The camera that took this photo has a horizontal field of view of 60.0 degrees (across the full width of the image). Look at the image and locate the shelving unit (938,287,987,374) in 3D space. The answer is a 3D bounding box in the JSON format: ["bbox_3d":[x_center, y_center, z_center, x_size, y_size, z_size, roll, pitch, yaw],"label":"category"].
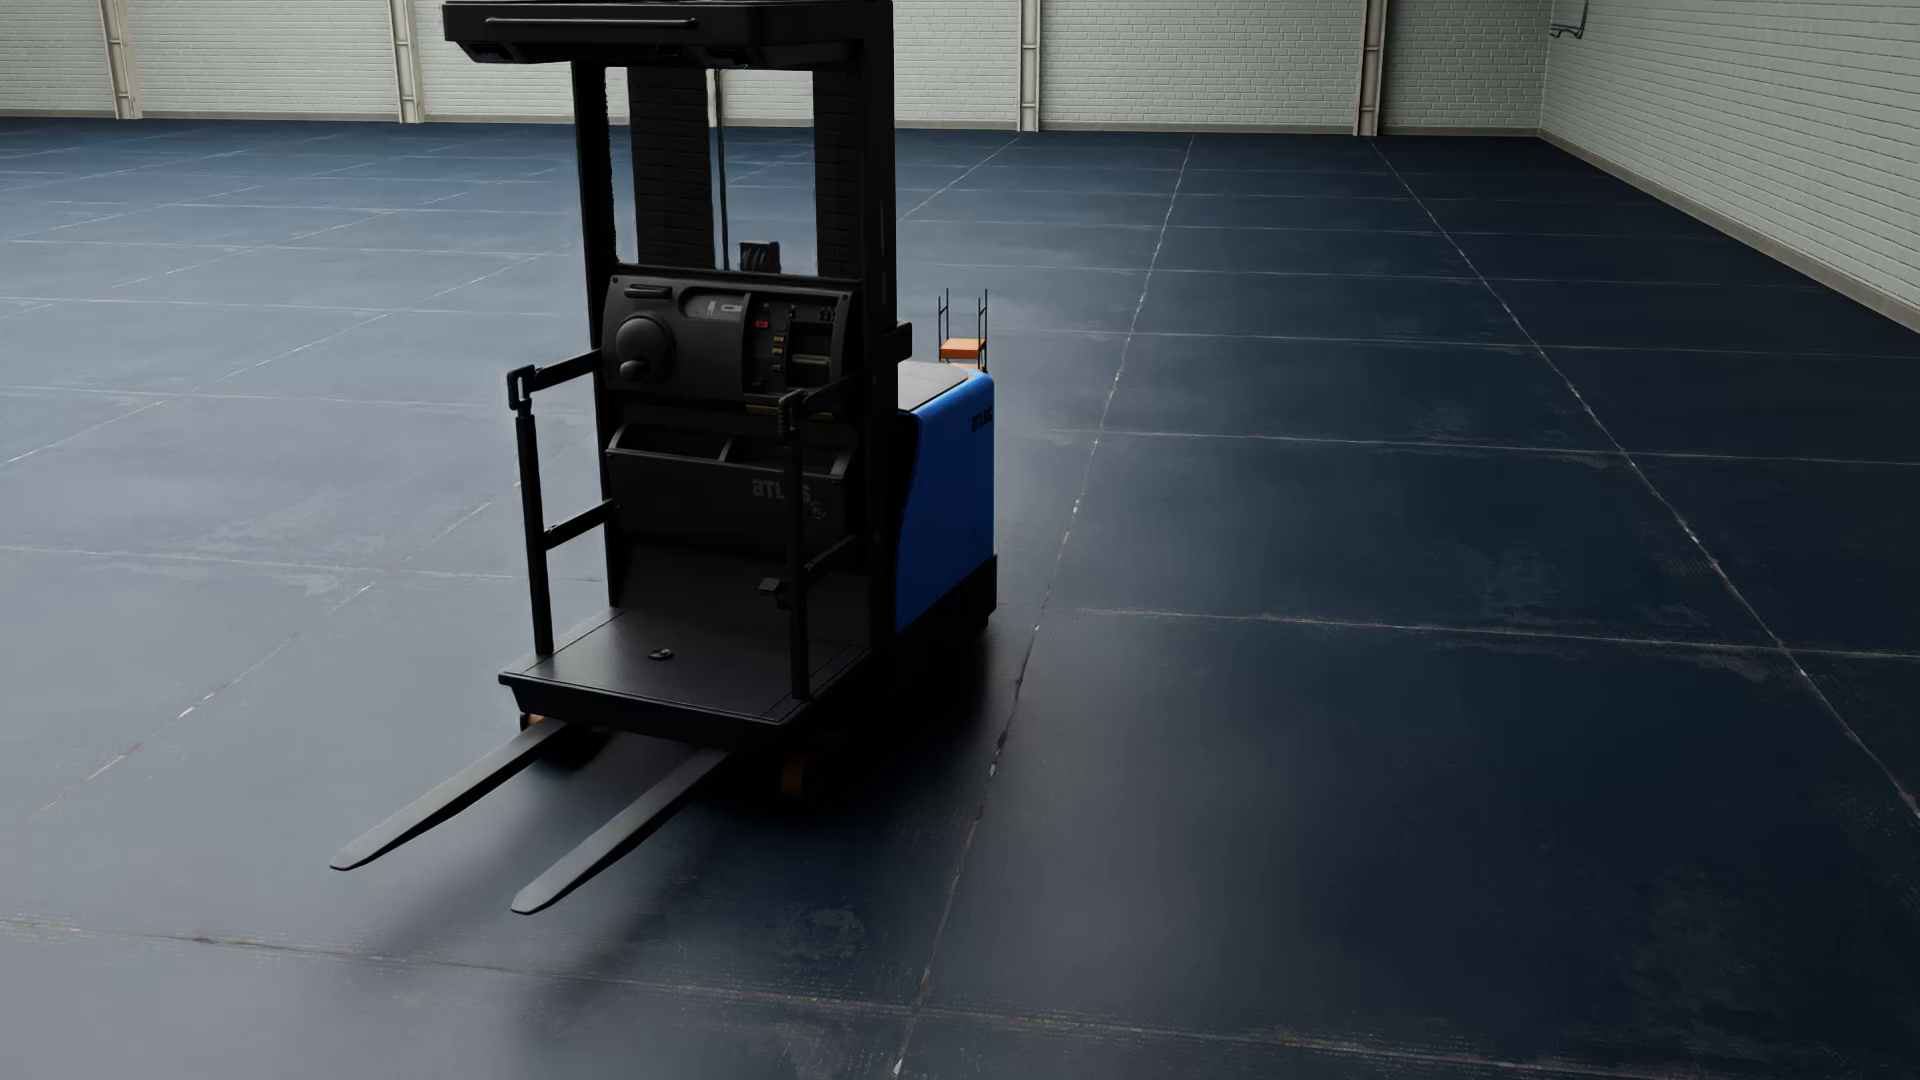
[{"bbox_3d":[0.014,-0.568,7.830,0.189,1.200,0.258,3,19,9],"label":"shelving unit"}]

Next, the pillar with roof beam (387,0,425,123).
[{"bbox_3d":[-11.276,-11.004,26.728,0.400,9.000,9.100,3,19,9],"label":"pillar with roof beam"}]

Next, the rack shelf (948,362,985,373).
[{"bbox_3d":[0.014,-0.754,7.768,0.180,0.103,0.258,3,19,9],"label":"rack shelf"}]

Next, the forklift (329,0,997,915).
[{"bbox_3d":[-0.873,-0.679,5.432,1.130,2.935,3.031,7,20,21],"label":"forklift"}]

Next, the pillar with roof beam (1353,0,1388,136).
[{"bbox_3d":[6.497,-10.098,24.020,0.400,9.000,9.100,3,19,9],"label":"pillar with roof beam"}]

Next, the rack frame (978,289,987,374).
[{"bbox_3d":[0.105,-0.564,7.816,0.006,1.200,0.240,3,19,9],"label":"rack frame"}]

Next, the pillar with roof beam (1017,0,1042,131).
[{"bbox_3d":[0.573,-10.400,24.923,0.400,9.000,9.100,3,19,9],"label":"pillar with roof beam"}]

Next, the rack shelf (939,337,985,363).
[{"bbox_3d":[0.014,-0.868,7.730,0.180,0.103,0.258,3,19,9],"label":"rack shelf"}]

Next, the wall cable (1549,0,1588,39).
[{"bbox_3d":[9.878,-9.411,26.863,0.112,2.526,3.097,3,19,9],"label":"wall cable"}]

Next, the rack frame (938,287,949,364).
[{"bbox_3d":[-0.076,-0.573,7.844,0.006,1.200,0.240,3,19,9],"label":"rack frame"}]

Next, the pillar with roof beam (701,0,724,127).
[{"bbox_3d":[-5.351,-10.702,25.825,0.400,9.000,9.100,3,19,9],"label":"pillar with roof beam"}]

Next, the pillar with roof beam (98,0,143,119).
[{"bbox_3d":[-17.200,-11.306,27.630,0.400,9.000,9.100,3,19,9],"label":"pillar with roof beam"}]
